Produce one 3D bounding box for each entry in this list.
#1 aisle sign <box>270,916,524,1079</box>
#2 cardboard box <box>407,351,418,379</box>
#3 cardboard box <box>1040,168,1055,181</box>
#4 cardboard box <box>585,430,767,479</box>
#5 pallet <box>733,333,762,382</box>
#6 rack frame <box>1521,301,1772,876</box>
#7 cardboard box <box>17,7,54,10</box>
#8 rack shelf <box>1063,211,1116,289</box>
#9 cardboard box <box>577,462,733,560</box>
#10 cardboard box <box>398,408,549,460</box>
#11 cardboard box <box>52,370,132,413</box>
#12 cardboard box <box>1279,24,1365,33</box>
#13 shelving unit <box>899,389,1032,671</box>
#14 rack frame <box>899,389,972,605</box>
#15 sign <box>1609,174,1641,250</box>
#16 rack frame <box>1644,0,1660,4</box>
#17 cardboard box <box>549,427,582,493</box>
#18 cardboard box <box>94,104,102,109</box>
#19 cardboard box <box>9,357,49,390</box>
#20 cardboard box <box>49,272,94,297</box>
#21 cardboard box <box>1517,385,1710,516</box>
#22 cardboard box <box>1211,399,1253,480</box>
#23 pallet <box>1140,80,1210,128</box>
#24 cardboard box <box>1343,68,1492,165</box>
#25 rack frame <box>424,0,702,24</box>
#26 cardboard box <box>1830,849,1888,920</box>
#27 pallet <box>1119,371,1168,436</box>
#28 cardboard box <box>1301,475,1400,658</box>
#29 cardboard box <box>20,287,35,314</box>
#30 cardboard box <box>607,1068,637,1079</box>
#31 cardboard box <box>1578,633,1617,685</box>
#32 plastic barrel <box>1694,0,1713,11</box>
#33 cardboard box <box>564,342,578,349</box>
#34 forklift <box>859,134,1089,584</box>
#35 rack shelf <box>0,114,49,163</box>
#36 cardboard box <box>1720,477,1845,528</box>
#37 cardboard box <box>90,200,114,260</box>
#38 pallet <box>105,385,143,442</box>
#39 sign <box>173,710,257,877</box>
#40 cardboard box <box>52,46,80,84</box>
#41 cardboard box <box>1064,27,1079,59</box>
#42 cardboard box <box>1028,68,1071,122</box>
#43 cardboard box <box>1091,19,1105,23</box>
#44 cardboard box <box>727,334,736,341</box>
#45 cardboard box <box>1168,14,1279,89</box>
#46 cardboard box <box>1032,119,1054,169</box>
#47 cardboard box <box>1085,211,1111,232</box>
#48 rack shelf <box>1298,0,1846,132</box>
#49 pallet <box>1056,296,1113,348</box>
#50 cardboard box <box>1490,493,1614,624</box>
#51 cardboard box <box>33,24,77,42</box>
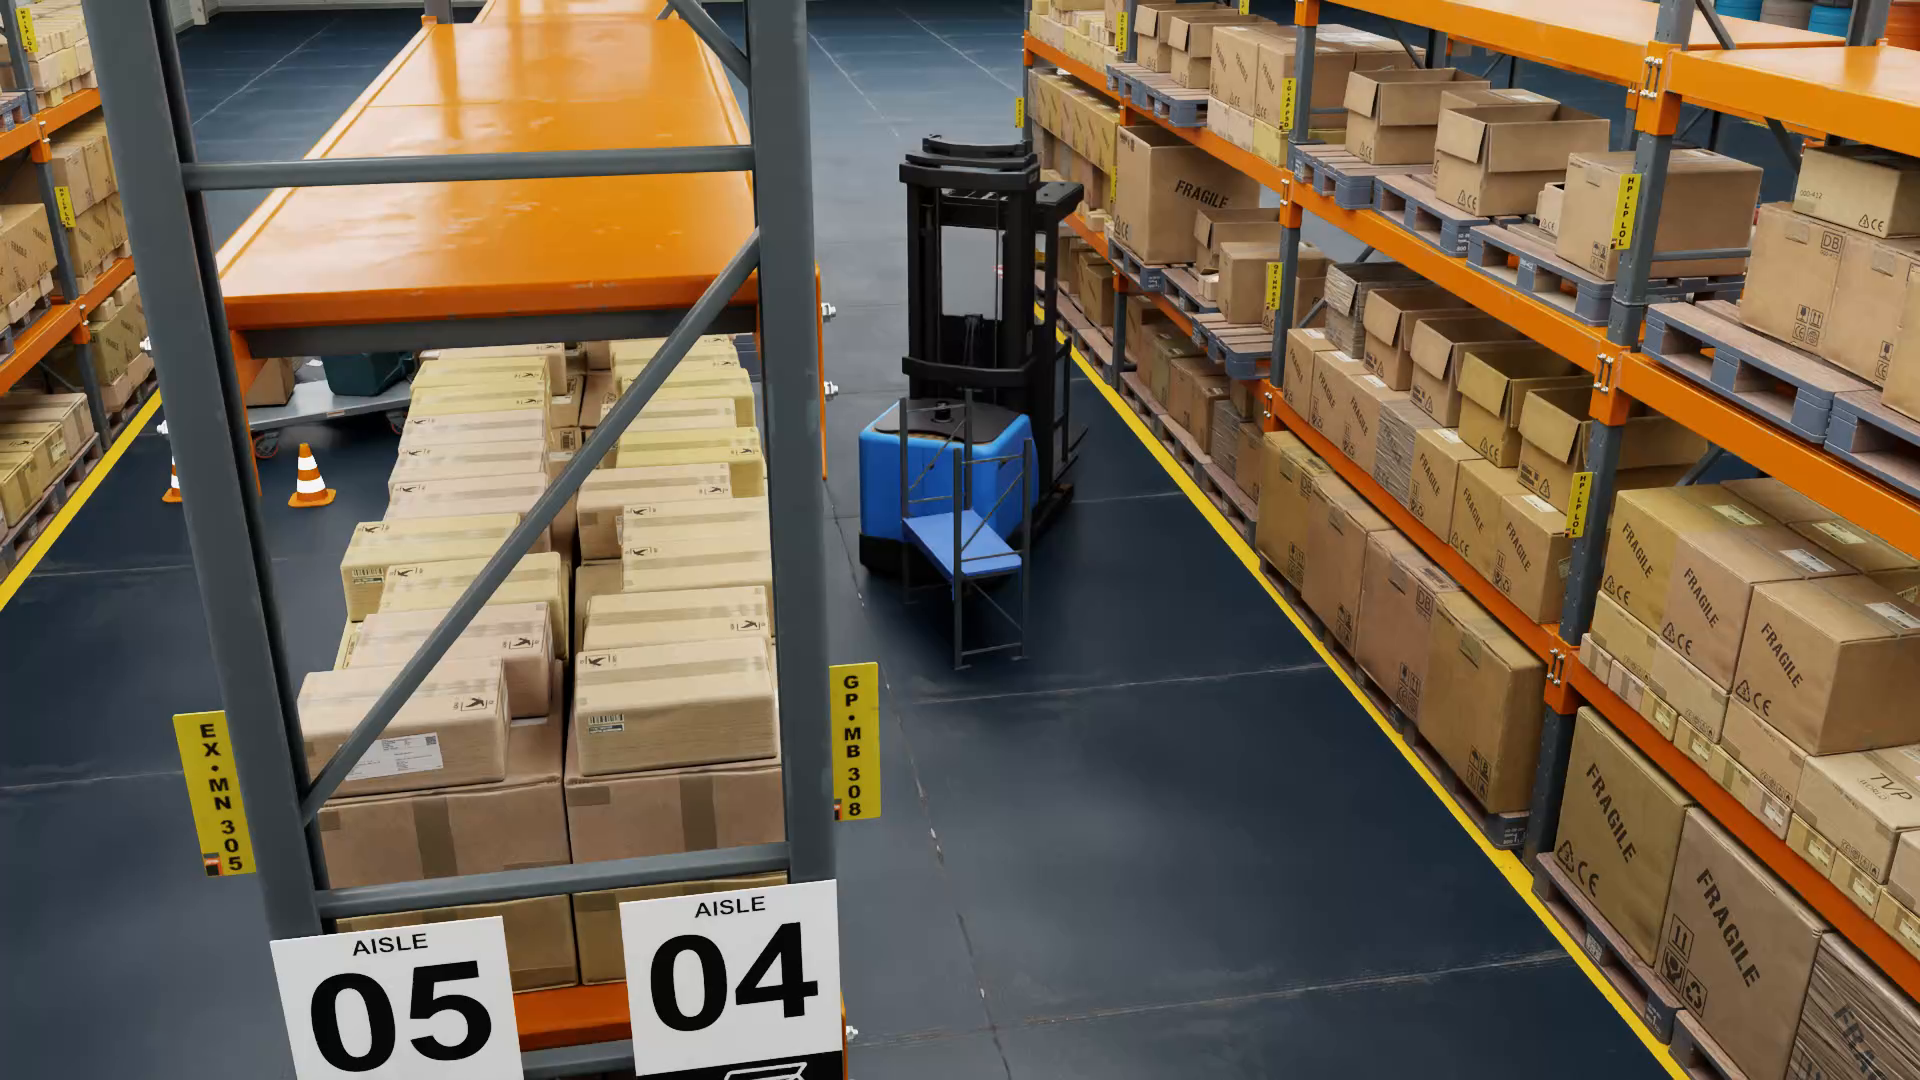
[{"bbox_3d":[-1.012,1.048,3.096,0.394,0.787,0.004,-4,24,-10],"label":"aisle sign"},{"bbox_3d":[-5.542,-1.746,15.692,0.797,0.637,0.503,-4,24,-10],"label":"cardboard box"},{"bbox_3d":[1.081,-3.988,18.189,0.380,0.149,0.250,-4,24,-10],"label":"cardboard box"},{"bbox_3d":[-0.831,-0.142,4.884,0.500,0.250,0.500,-5,24,-12],"label":"cardboard box"},{"bbox_3d":[-1.480,-0.924,7.347,1.213,0.211,1.003,-4,24,-10],"label":"pallet"},{"bbox_3d":[3.423,0.288,8.085,1.000,3.000,0.127,-4,24,-10],"label":"rack frame"},{"bbox_3d":[-8.649,-4.863,15.450,0.380,0.149,0.250,-4,24,-10],"label":"cardboard box"},{"bbox_3d":[1.573,-3.316,17.235,1.077,0.370,4.000,-4,24,-10],"label":"rack shelf"},{"bbox_3d":[-0.771,-0.076,4.236,0.380,0.149,0.250,-4,24,-8],"label":"cardboard box"},{"bbox_3d":[-1.344,-0.245,4.622,0.380,0.149,0.250,-5,24,-11],"label":"cardboard box"},{"bbox_3d":[-7.640,-1.310,14.654,0.500,0.250,0.500,-5,24,-12],"label":"cardboard box"},{"bbox_3d":[2.659,-3.536,12.343,0.500,0.500,0.500,-5,24,-11],"label":"cardboard box"},{"bbox_3d":[0.020,-0.086,10.815,0.538,1.500,1.048,-9,25,-19],"label":"shelving unit"},{"bbox_3d":[-0.158,-0.276,11.252,0.500,1.500,0.032,-9,25,-19],"label":"rack frame"},{"bbox_3d":[2.891,-1.424,7.218,0.100,0.325,0.005,-4,24,-10],"label":"sign"},{"bbox_3d":[6.811,-5.974,14.929,1.000,3.000,0.127,-4,24,-10],"label":"rack frame"},{"bbox_3d":[-1.336,-0.111,4.813,0.500,0.250,0.500,-5,24,-12],"label":"cardboard box"},{"bbox_3d":[-8.140,-3.954,16.053,0.700,0.500,0.500,-4,24,-9],"label":"cardboard box"},{"bbox_3d":[-8.169,-1.614,14.414,0.500,0.500,0.500,-5,24,-10],"label":"cardboard box"},{"bbox_3d":[-7.539,-2.158,13.999,0.380,0.149,0.250,-4,24,-10],"label":"cardboard box"},{"bbox_3d":[3.296,-0.468,8.438,0.797,0.503,0.637,-5,24,-11],"label":"cardboard box"},{"bbox_3d":[2.424,-0.821,13.197,0.700,0.500,0.500,-6,24,-14],"label":"cardboard box"},{"bbox_3d":[2.148,-3.489,13.220,1.213,0.211,1.003,-4,24,-10],"label":"pallet"},{"bbox_3d":[2.867,-2.665,10.445,0.797,0.503,0.637,-3,24,-7],"label":"cardboard box"},{"bbox_3d":[-1.470,-2.134,6.135,1.000,3.000,0.127,-4,24,-10],"label":"rack frame"},{"bbox_3d":[3.490,1.260,6.175,0.380,0.149,0.250,-4,24,-9],"label":"cardboard box"},{"bbox_3d":[2.089,-1.275,15.147,1.003,0.211,1.213,-4,24,-10],"label":"pallet"},{"bbox_3d":[2.947,0.120,10.600,1.225,0.875,0.875,-4,24,-10],"label":"cardboard box"},{"bbox_3d":[-7.315,-1.817,12.694,0.380,0.149,0.250,-5,24,-11],"label":"cardboard box"},{"bbox_3d":[-0.553,1.352,3.903,0.500,0.500,0.500,-4,24,-10],"label":"cardboard box"},{"bbox_3d":[3.150,0.544,7.813,0.380,0.149,0.250,-4,24,-10],"label":"cardboard box"},{"bbox_3d":[6.924,-5.027,15.844,0.421,0.512,0.421,0,24,0],"label":"plastic barrel"},{"bbox_3d":[-1.535,-0.766,5.815,0.380,0.149,0.250,-5,24,-10],"label":"cardboard box"},{"bbox_3d":[0.263,-1.595,12.483,1.130,2.935,3.031,8,25,18],"label":"forklift"},{"bbox_3d":[-7.426,-2.383,11.353,1.077,0.370,4.000,-4,24,-10],"label":"rack shelf"},{"bbox_3d":[3.770,0.038,7.537,0.500,0.500,0.500,-4,24,-8],"label":"cardboard box"},{"bbox_3d":[-7.719,-2.697,14.423,0.500,0.500,0.500,-4,24,-10],"label":"cardboard box"},{"bbox_3d":[-7.955,-1.109,14.768,1.003,0.211,1.213,-4,24,-10],"label":"pallet"},{"bbox_3d":[-1.280,0.442,2.880,0.100,0.325,0.005,-4,24,-10],"label":"sign"},{"bbox_3d":[-7.713,-3.963,13.886,0.500,0.250,0.500,-5,24,-10],"label":"cardboard box"},{"bbox_3d":[1.329,-4.927,16.466,0.500,0.250,0.500,-4,24,-8],"label":"cardboard box"},{"bbox_3d":[1.038,-4.836,18.071,0.500,0.500,0.500,-4,24,-10],"label":"cardboard box"},{"bbox_3d":[1.457,-4.871,15.840,0.380,0.149,0.250,-3,24,-8],"label":"cardboard box"},{"bbox_3d":[-0.998,-0.803,5.901,0.380,0.149,0.250,-4,24,-10],"label":"cardboard box"},{"bbox_3d":[2.108,-3.910,13.296,0.797,0.503,0.637,-3,24,-8],"label":"cardboard box"},{"bbox_3d":[1.278,-4.396,18.313,0.875,0.500,0.500,-4,24,-10],"label":"cardboard box"},{"bbox_3d":[1.435,-3.098,16.152,0.380,0.149,0.250,-4,24,-10],"label":"cardboard box"},{"bbox_3d":[3.053,-2.735,8.910,1.077,0.370,4.000,-4,24,-10],"label":"rack shelf"},{"bbox_3d":[1.555,-2.323,17.548,1.003,0.211,1.213,-4,24,-10],"label":"pallet"},{"bbox_3d":[3.068,0.079,8.440,0.500,0.500,0.500,-4,24,-10],"label":"cardboard box"},{"bbox_3d":[-7.768,-4.302,14.165,0.380,0.149,0.250,-5,24,-12],"label":"cardboard box"}]
